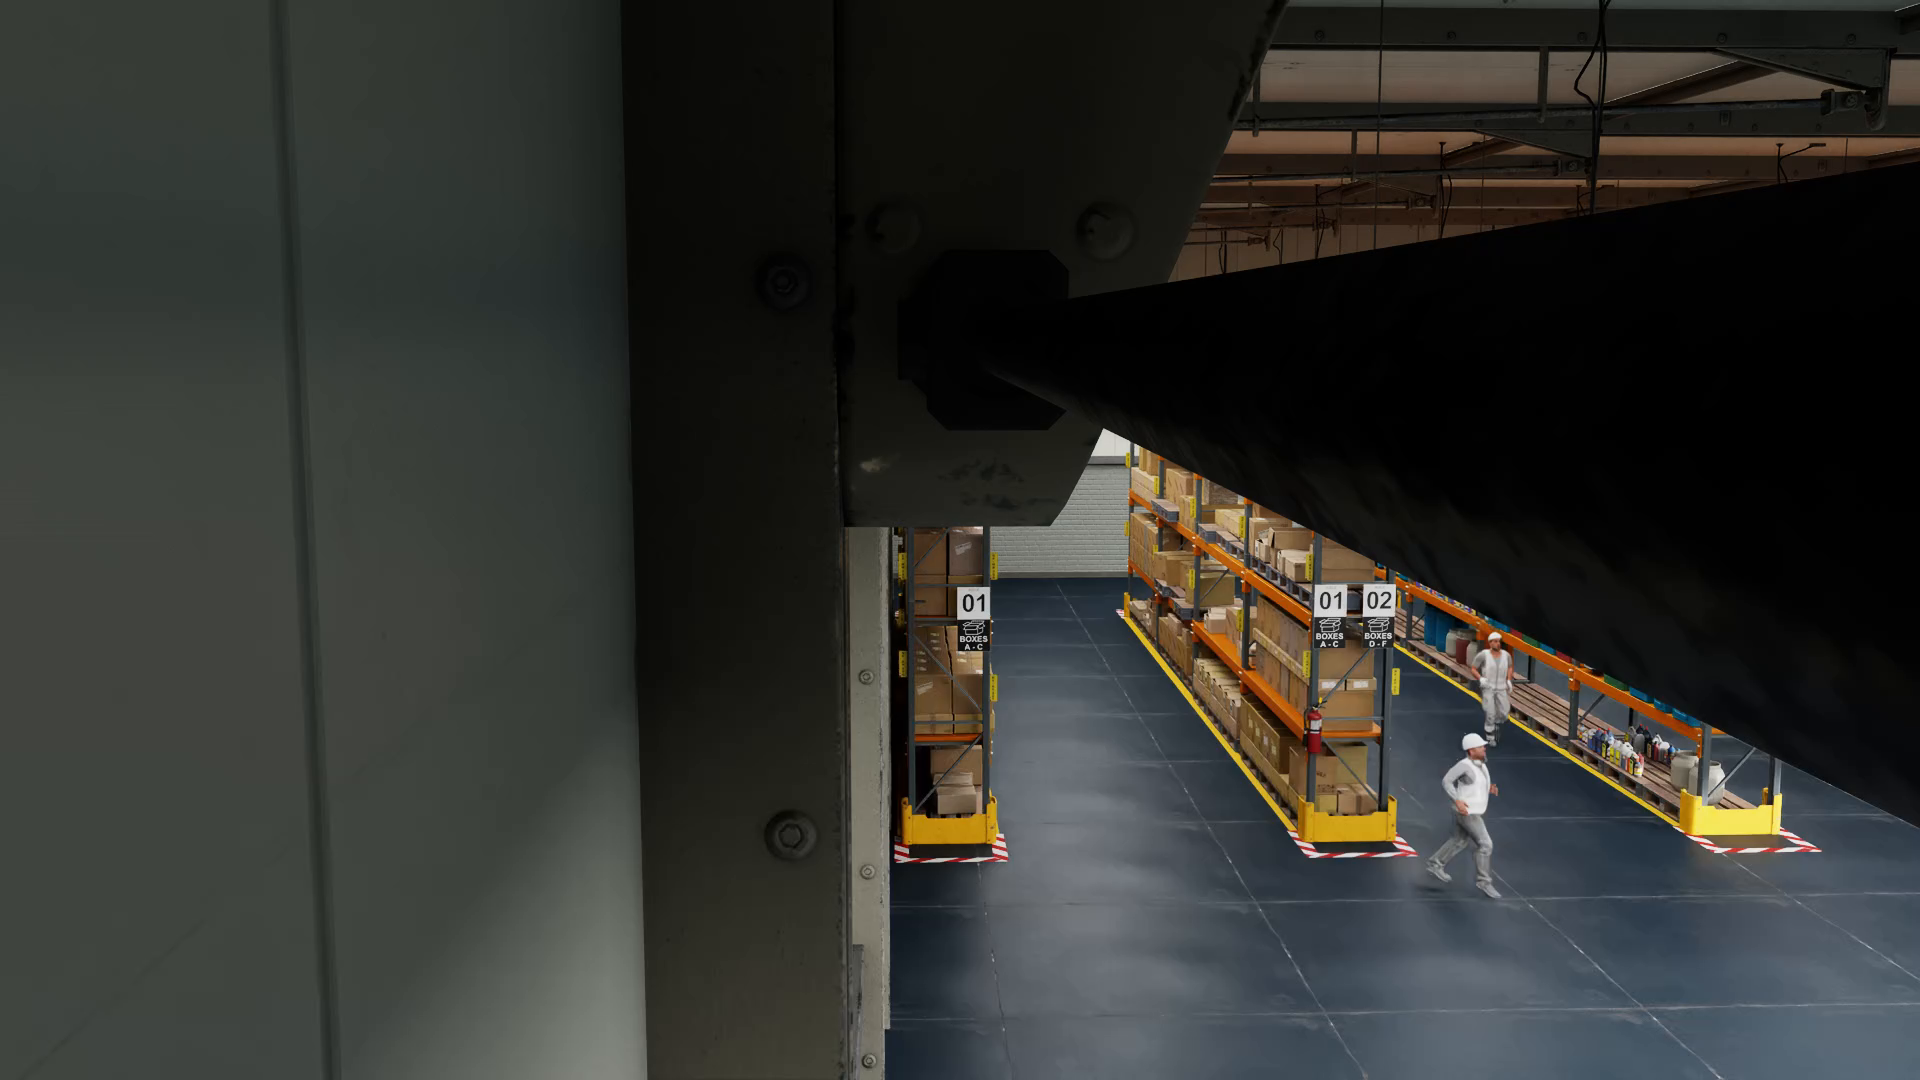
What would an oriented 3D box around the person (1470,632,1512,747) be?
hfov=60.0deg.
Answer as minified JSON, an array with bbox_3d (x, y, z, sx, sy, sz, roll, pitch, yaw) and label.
[{"bbox_3d":[8.047,2.253,25.105,0.661,1.745,0.586,0,7,0],"label":"person"}]

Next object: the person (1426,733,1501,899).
[{"bbox_3d":[5.711,3.054,18.712,0.856,1.807,0.649,4,8,27],"label":"person"}]
